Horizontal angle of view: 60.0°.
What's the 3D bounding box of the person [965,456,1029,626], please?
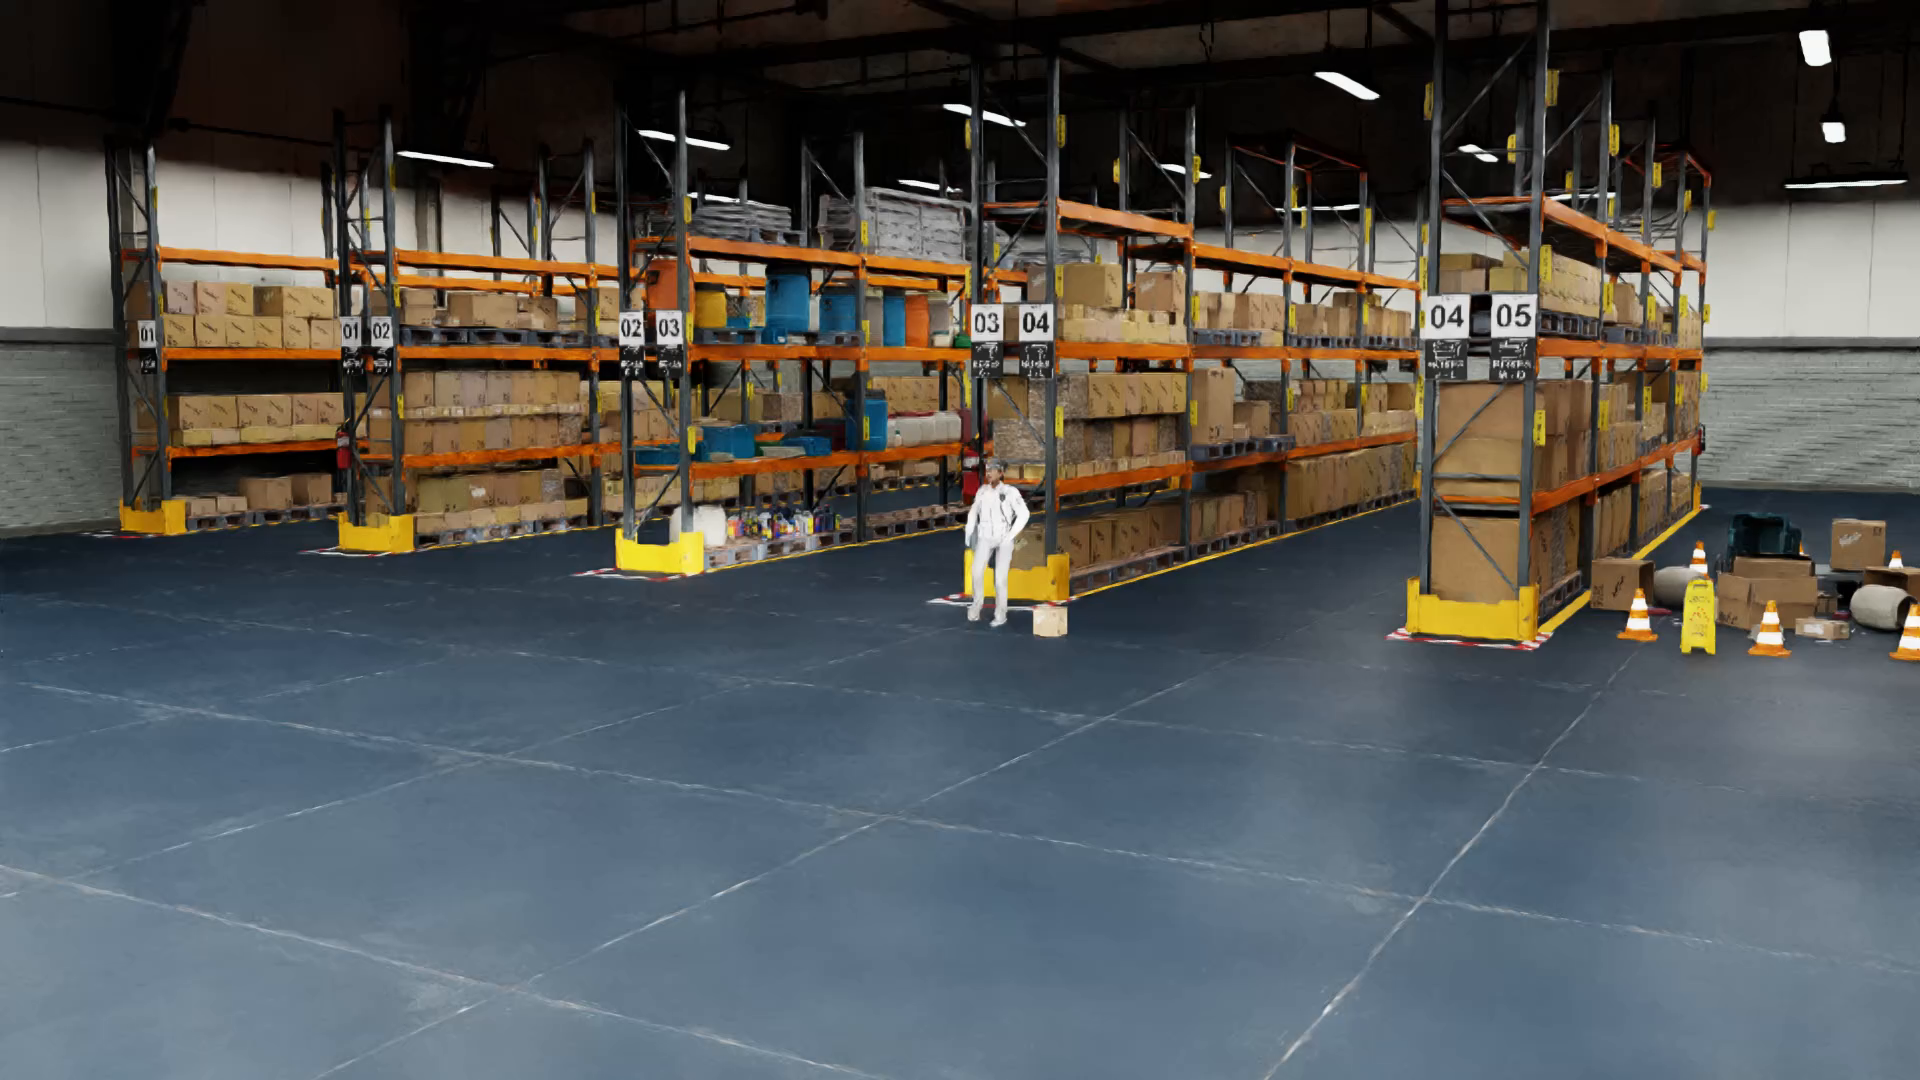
[{"bbox_3d":[0.352,0.011,16.295,0.654,1.665,0.470,2,6,15],"label":"person"}]
